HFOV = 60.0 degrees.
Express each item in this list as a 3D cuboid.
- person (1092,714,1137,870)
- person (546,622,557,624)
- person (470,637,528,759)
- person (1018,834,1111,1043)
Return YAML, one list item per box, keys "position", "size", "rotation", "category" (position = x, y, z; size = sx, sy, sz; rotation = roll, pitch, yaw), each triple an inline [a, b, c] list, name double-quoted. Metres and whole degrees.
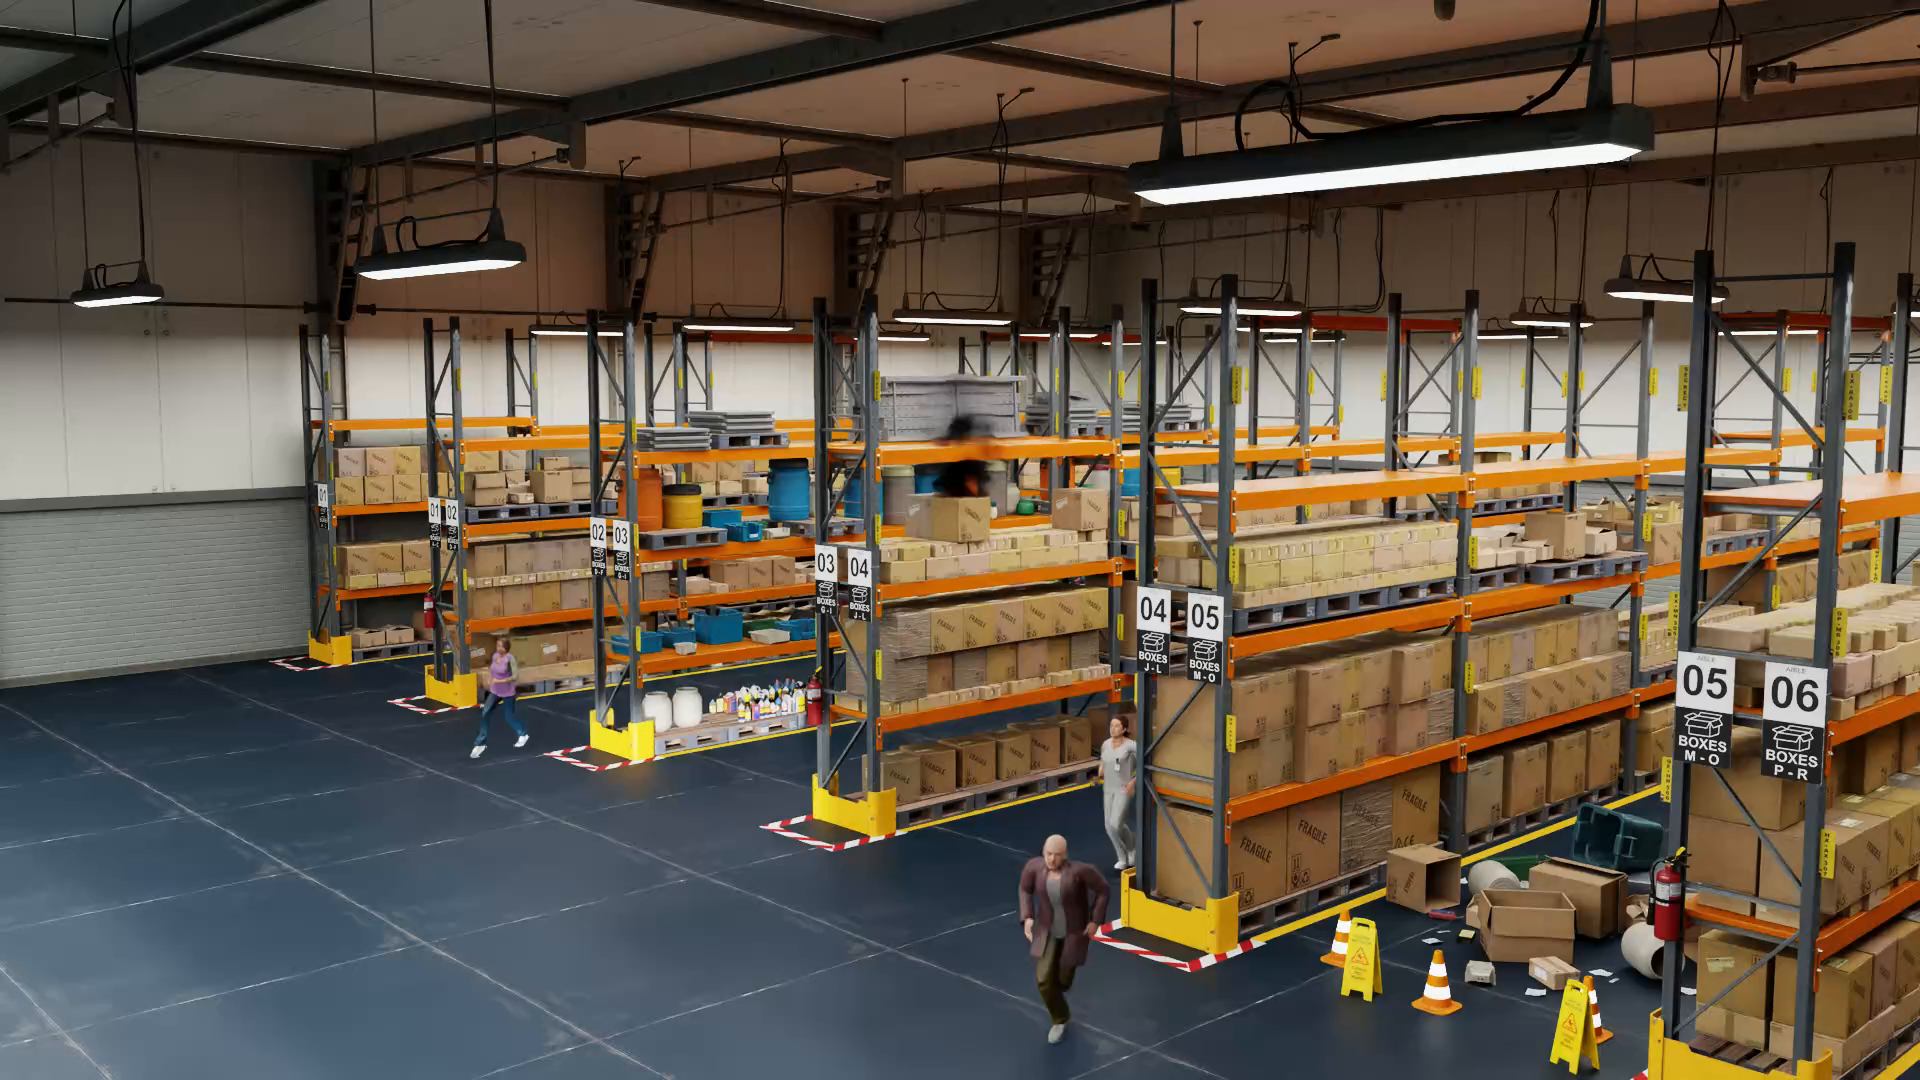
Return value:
- position: [1.624, 2.614, 17.193]
  size: [0.539, 1.626, 0.541]
  rotation: [5, 8, 41]
  category: "person"
- position: [-7.280, 1.310, 29.690]
  size: [0.705, 1.722, 0.549]
  rotation: [4, 7, 33]
  category: "person"
- position: [-6.172, 2.101, 22.476]
  size: [0.541, 1.599, 0.861]
  rotation: [3, 6, 25]
  category: "person"
- position: [0.824, 3.141, 12.982]
  size: [0.733, 1.503, 0.873]
  rotation: [2, 6, 15]
  category: "person"
